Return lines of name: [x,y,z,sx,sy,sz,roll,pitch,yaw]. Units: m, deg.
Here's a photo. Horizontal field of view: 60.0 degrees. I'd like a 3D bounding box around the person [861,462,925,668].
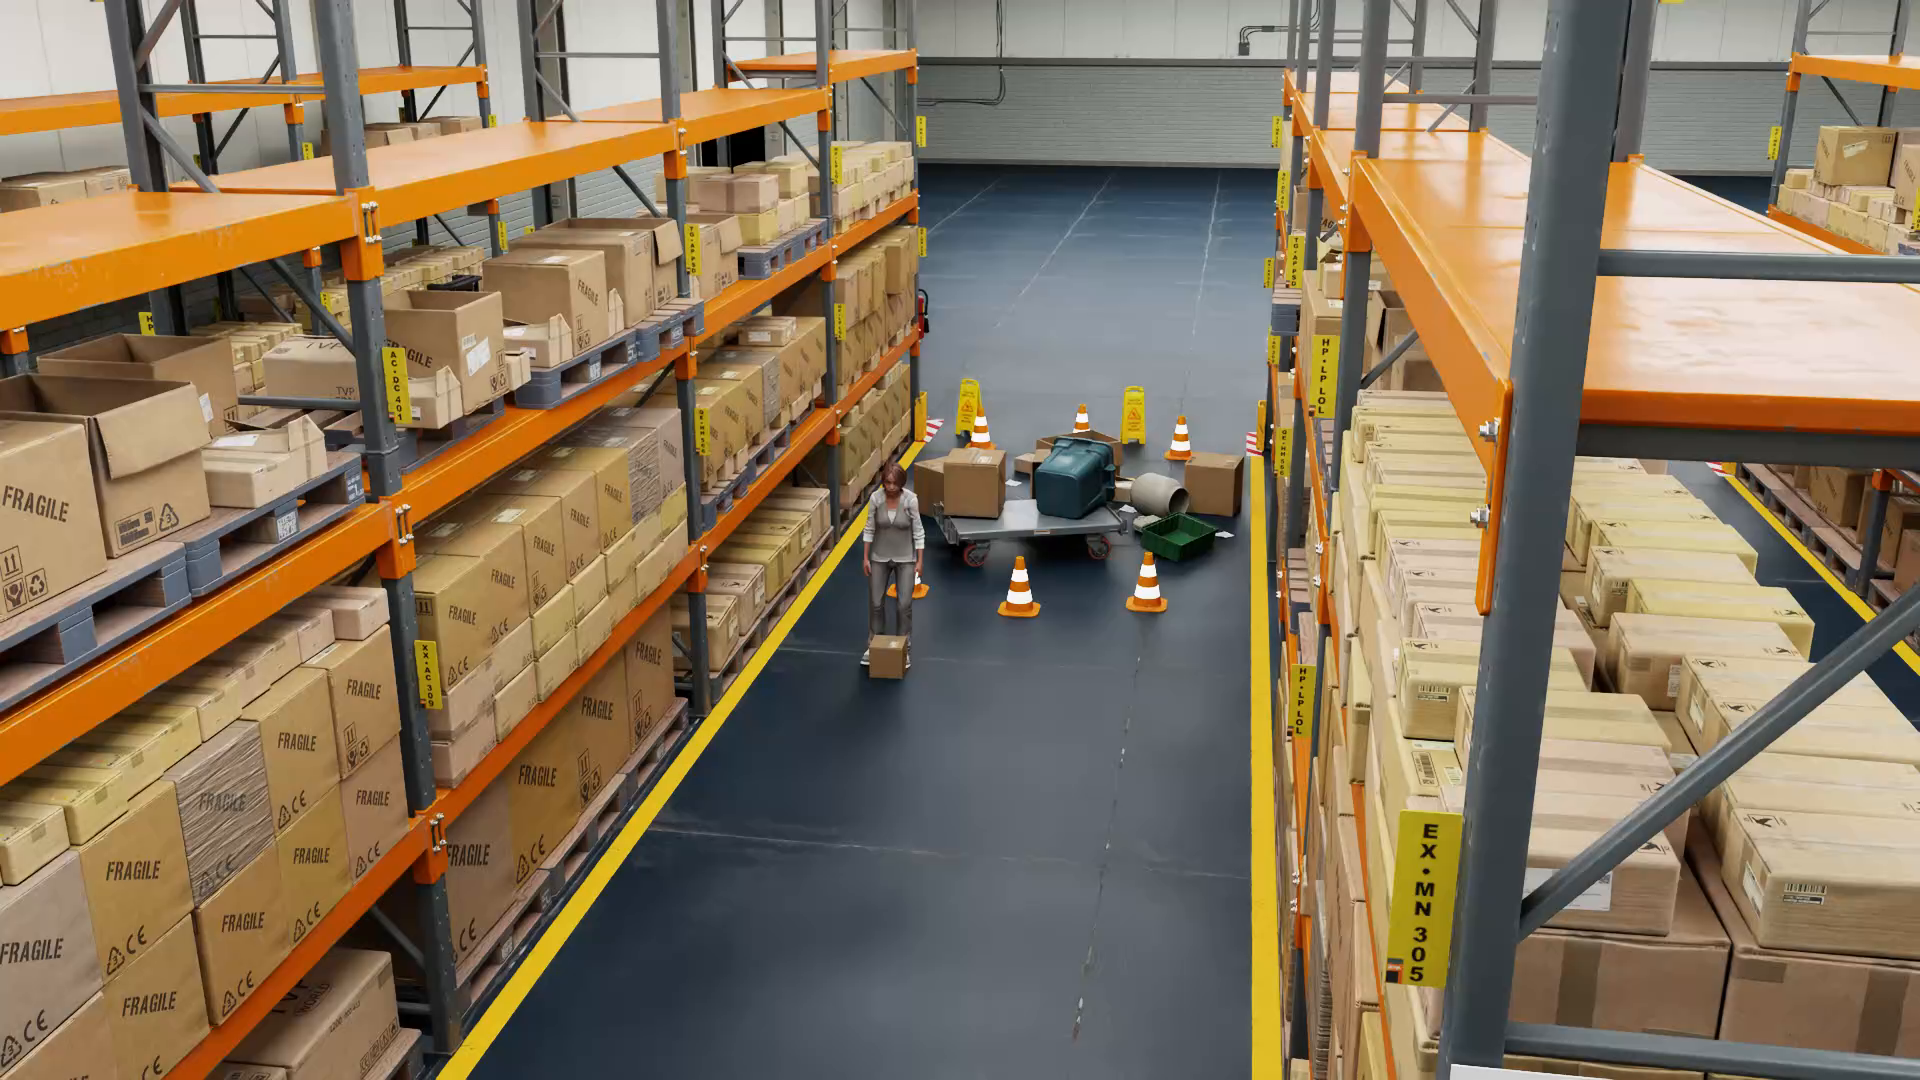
person: [-0.509,0.175,12.538,0.484,1.594,0.369,2,18,6]
